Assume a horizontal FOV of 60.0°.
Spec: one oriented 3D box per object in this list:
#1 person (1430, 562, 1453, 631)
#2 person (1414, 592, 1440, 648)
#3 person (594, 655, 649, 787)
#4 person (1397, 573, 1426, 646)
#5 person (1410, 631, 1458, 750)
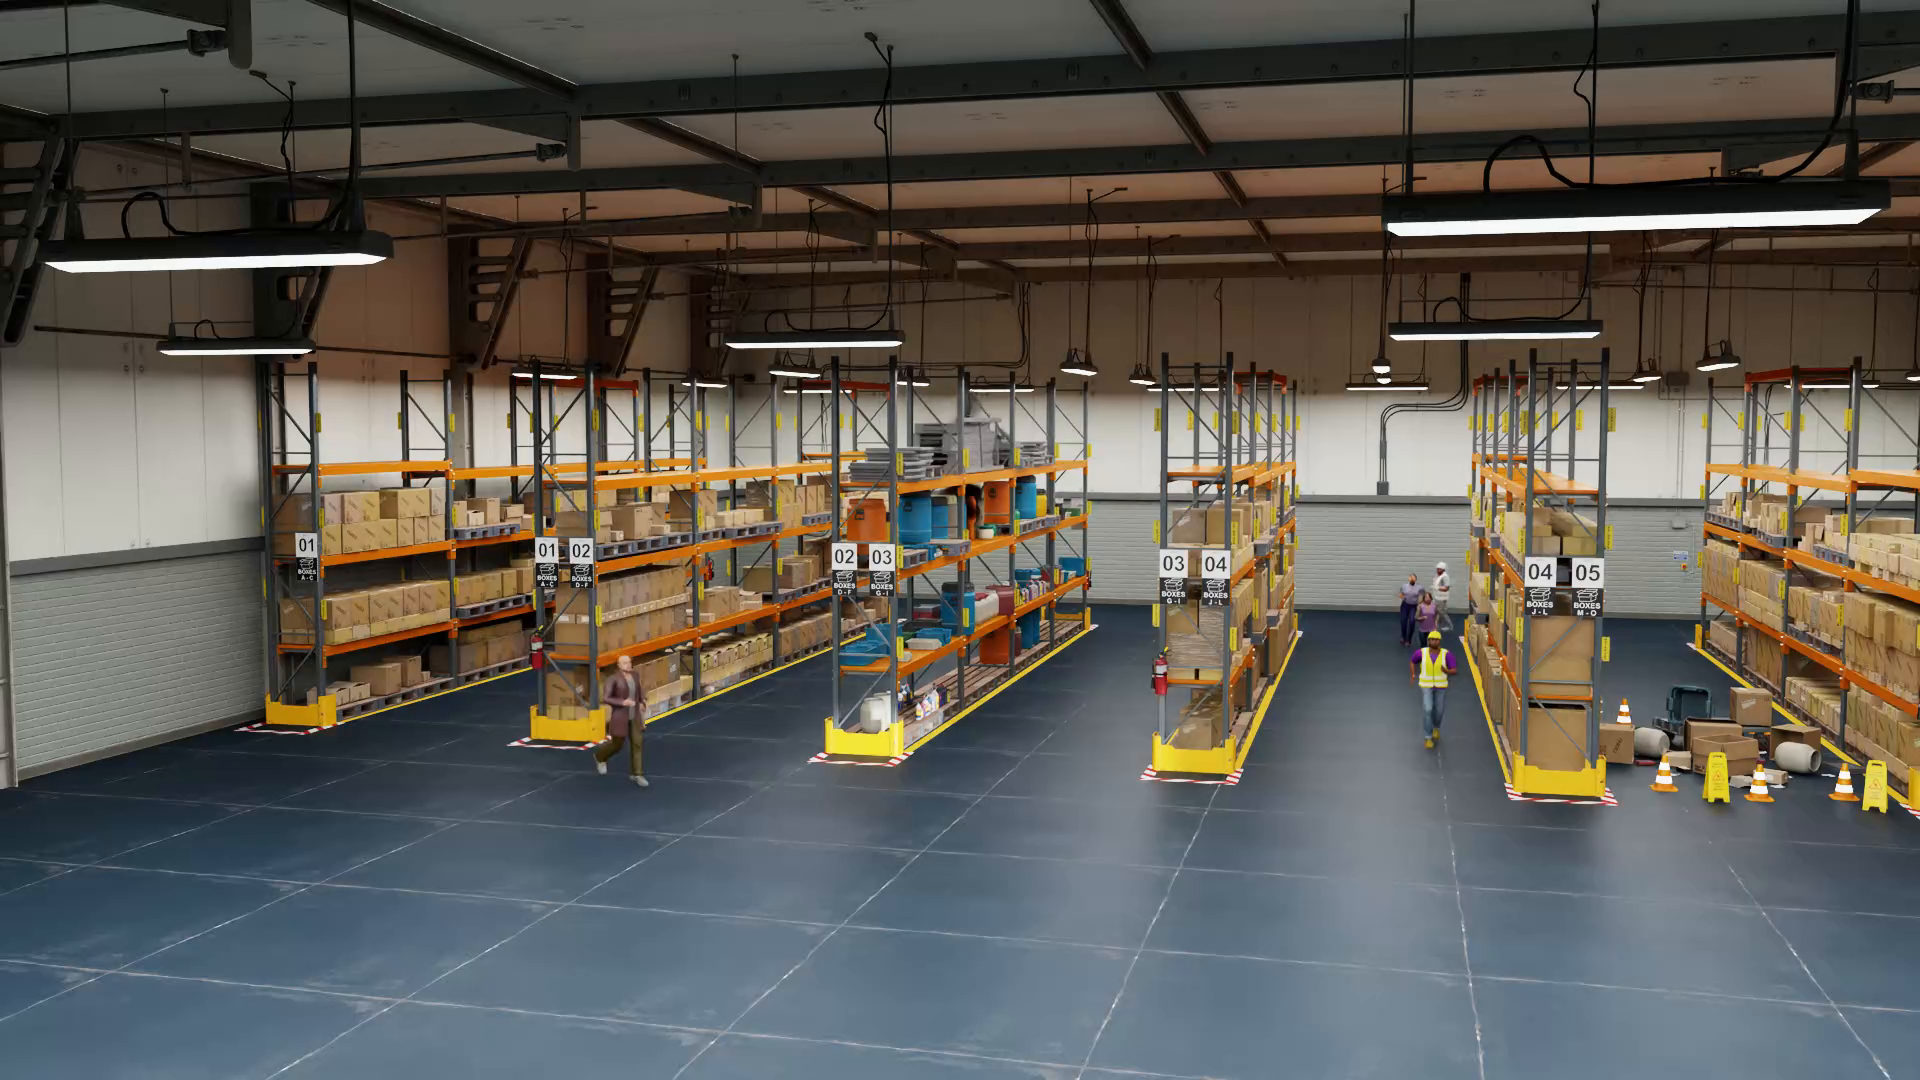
[{"bbox_3d":[11.434,1.402,39.376,0.711,1.791,0.820,-1,4,-8],"label":"person"},{"bbox_3d":[9.361,1.855,33.325,0.522,1.639,0.700,1,4,12],"label":"person"},{"bbox_3d":[-4.692,2.487,23.175,0.718,1.797,1.047,-4,6,-44],"label":"person"},{"bbox_3d":[10.131,1.586,37.354,0.605,1.664,0.683,2,4,24],"label":"person"},{"bbox_3d":[7.323,2.282,25.711,0.694,1.767,0.969,1,4,11],"label":"person"}]
